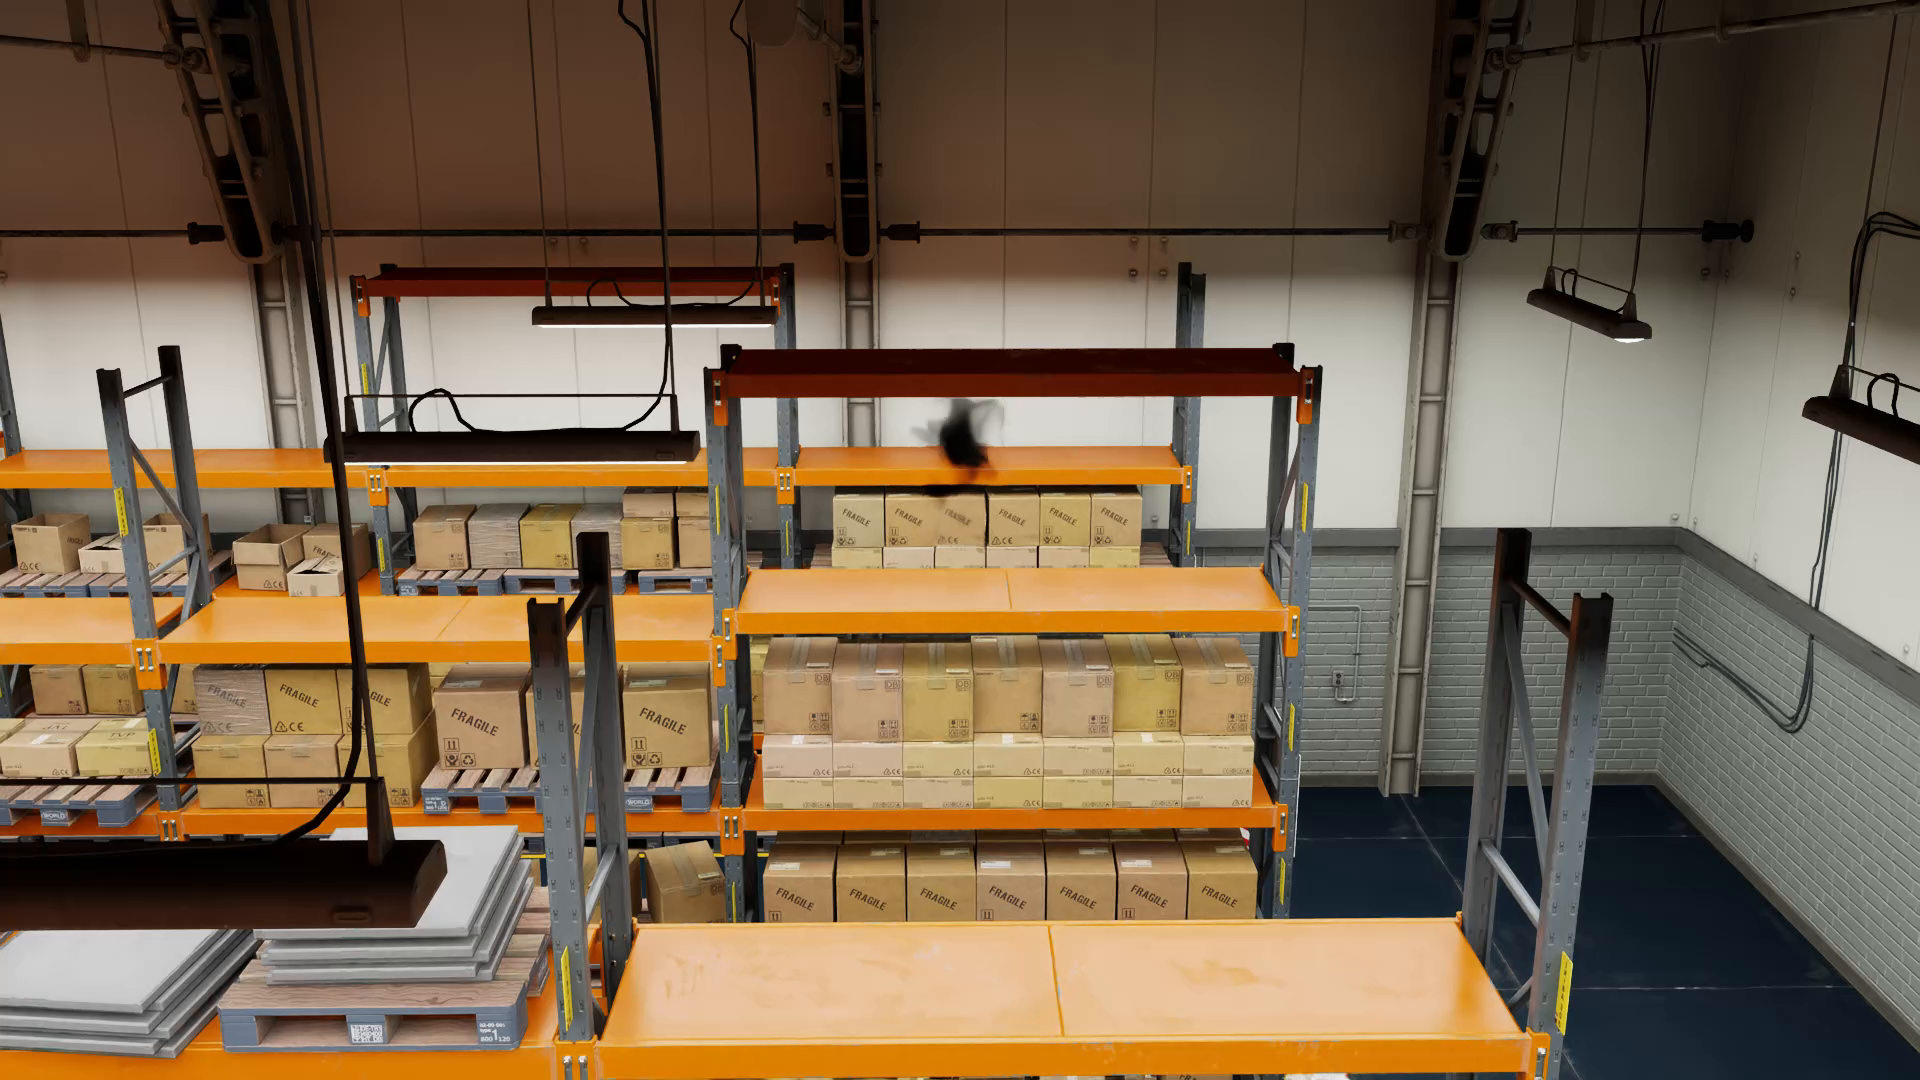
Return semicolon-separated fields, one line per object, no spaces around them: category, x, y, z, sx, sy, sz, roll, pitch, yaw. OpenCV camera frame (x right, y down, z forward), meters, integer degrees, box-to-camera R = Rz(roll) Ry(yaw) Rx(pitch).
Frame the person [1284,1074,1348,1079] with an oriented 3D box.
person;2.408;4.140;11.390;0.733;1.663;0.651;-14;21;-39
